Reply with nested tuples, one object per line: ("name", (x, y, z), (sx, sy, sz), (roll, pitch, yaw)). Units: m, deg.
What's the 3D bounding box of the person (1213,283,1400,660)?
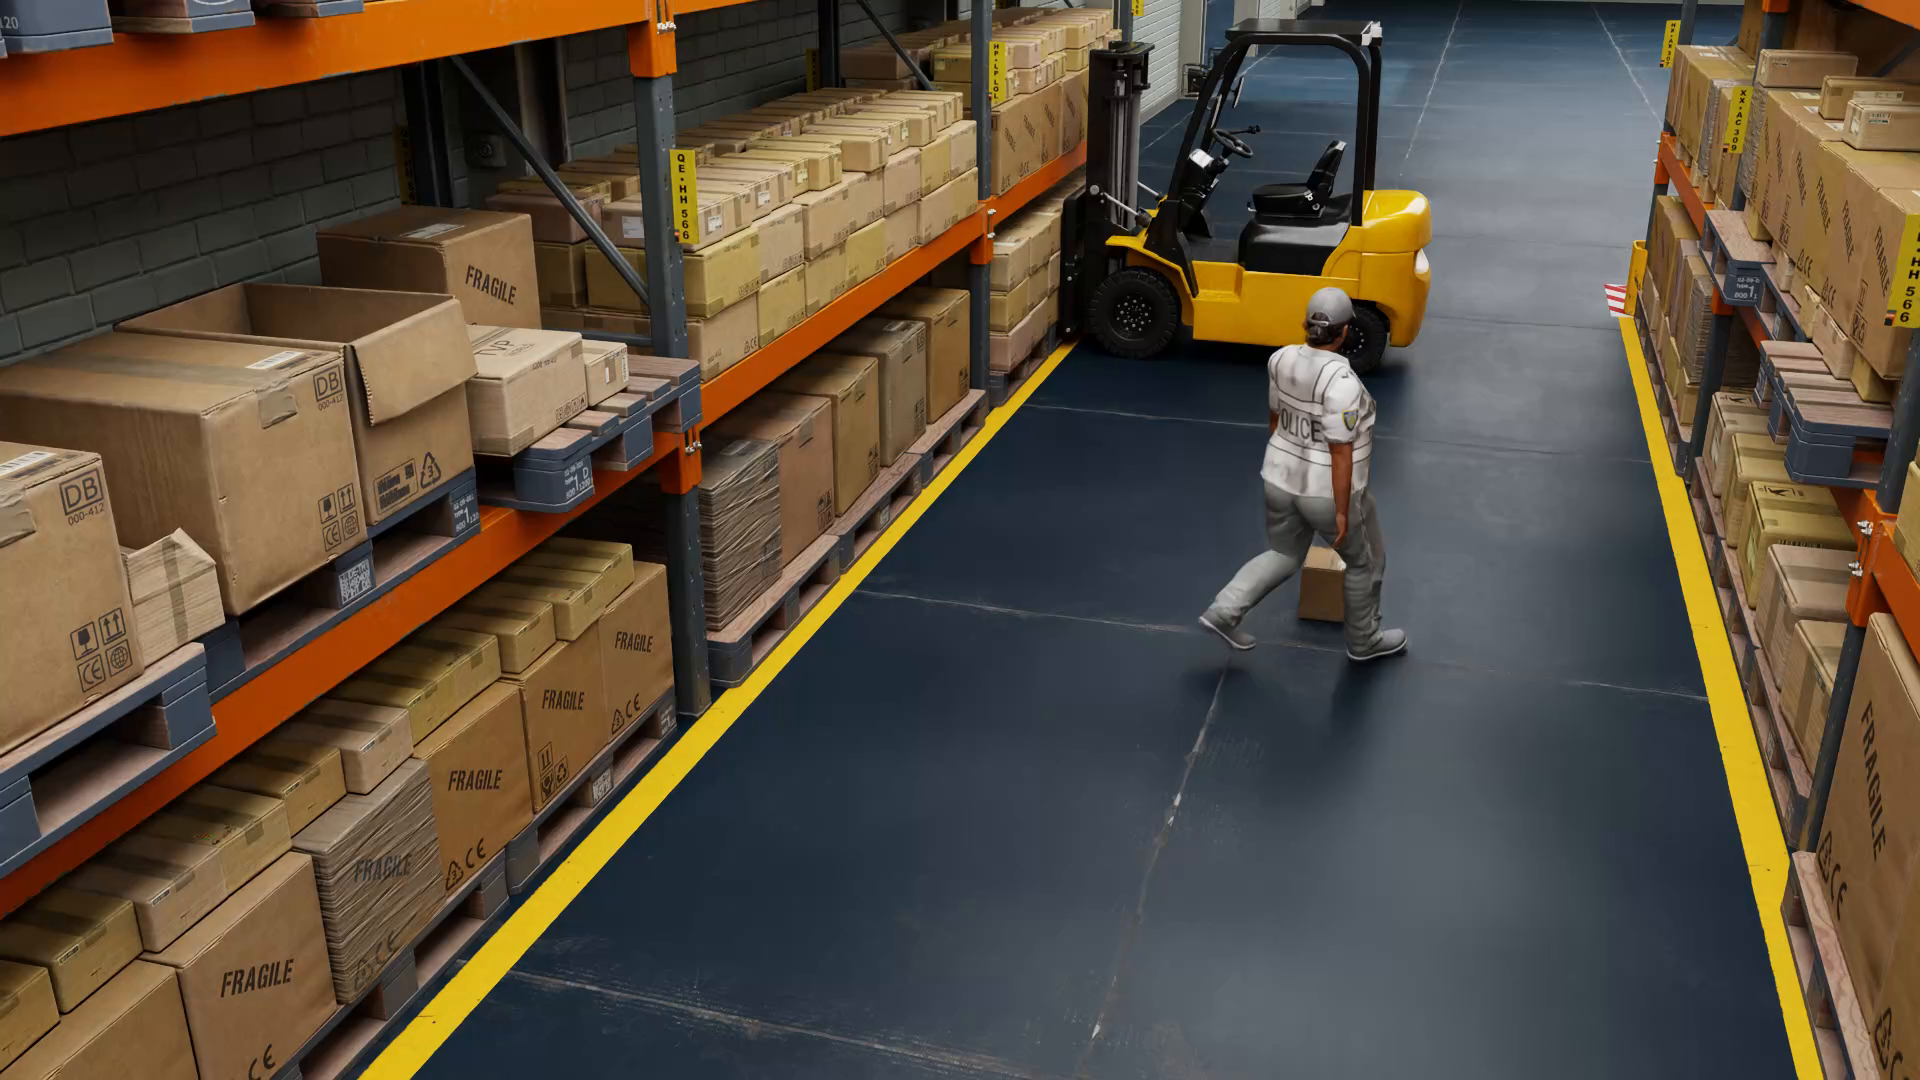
("person", (1.487, -0.250, 6.727), (0.826, 1.622, 0.499), (-16, 27, -34))
